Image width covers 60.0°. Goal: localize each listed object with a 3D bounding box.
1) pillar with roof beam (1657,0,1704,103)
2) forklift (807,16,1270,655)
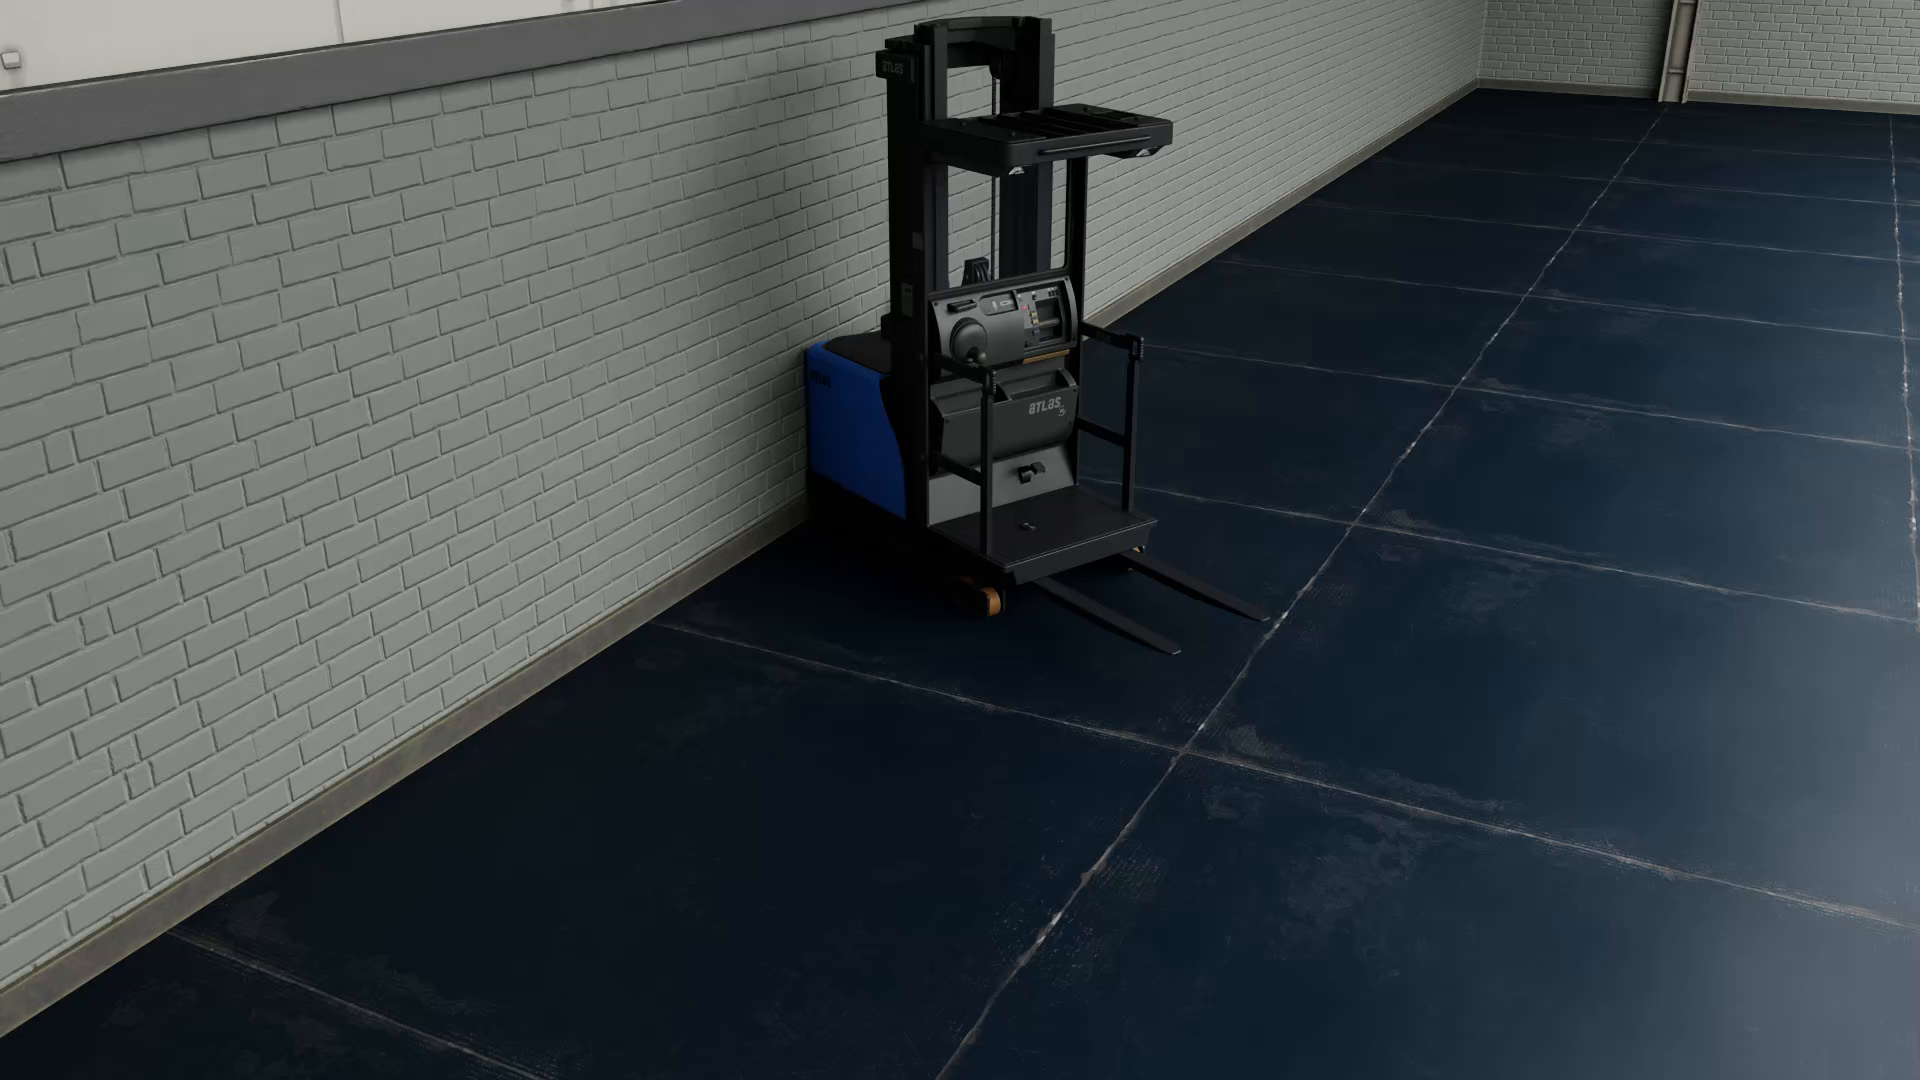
[{"bbox_3d":[9.075,-9.431,20.428,0.400,9.000,9.100,11,25,25],"label":"pillar with roof beam"},{"bbox_3d":[0.372,-1.153,8.716,1.130,2.935,3.031,-16,28,-33],"label":"forklift"}]
